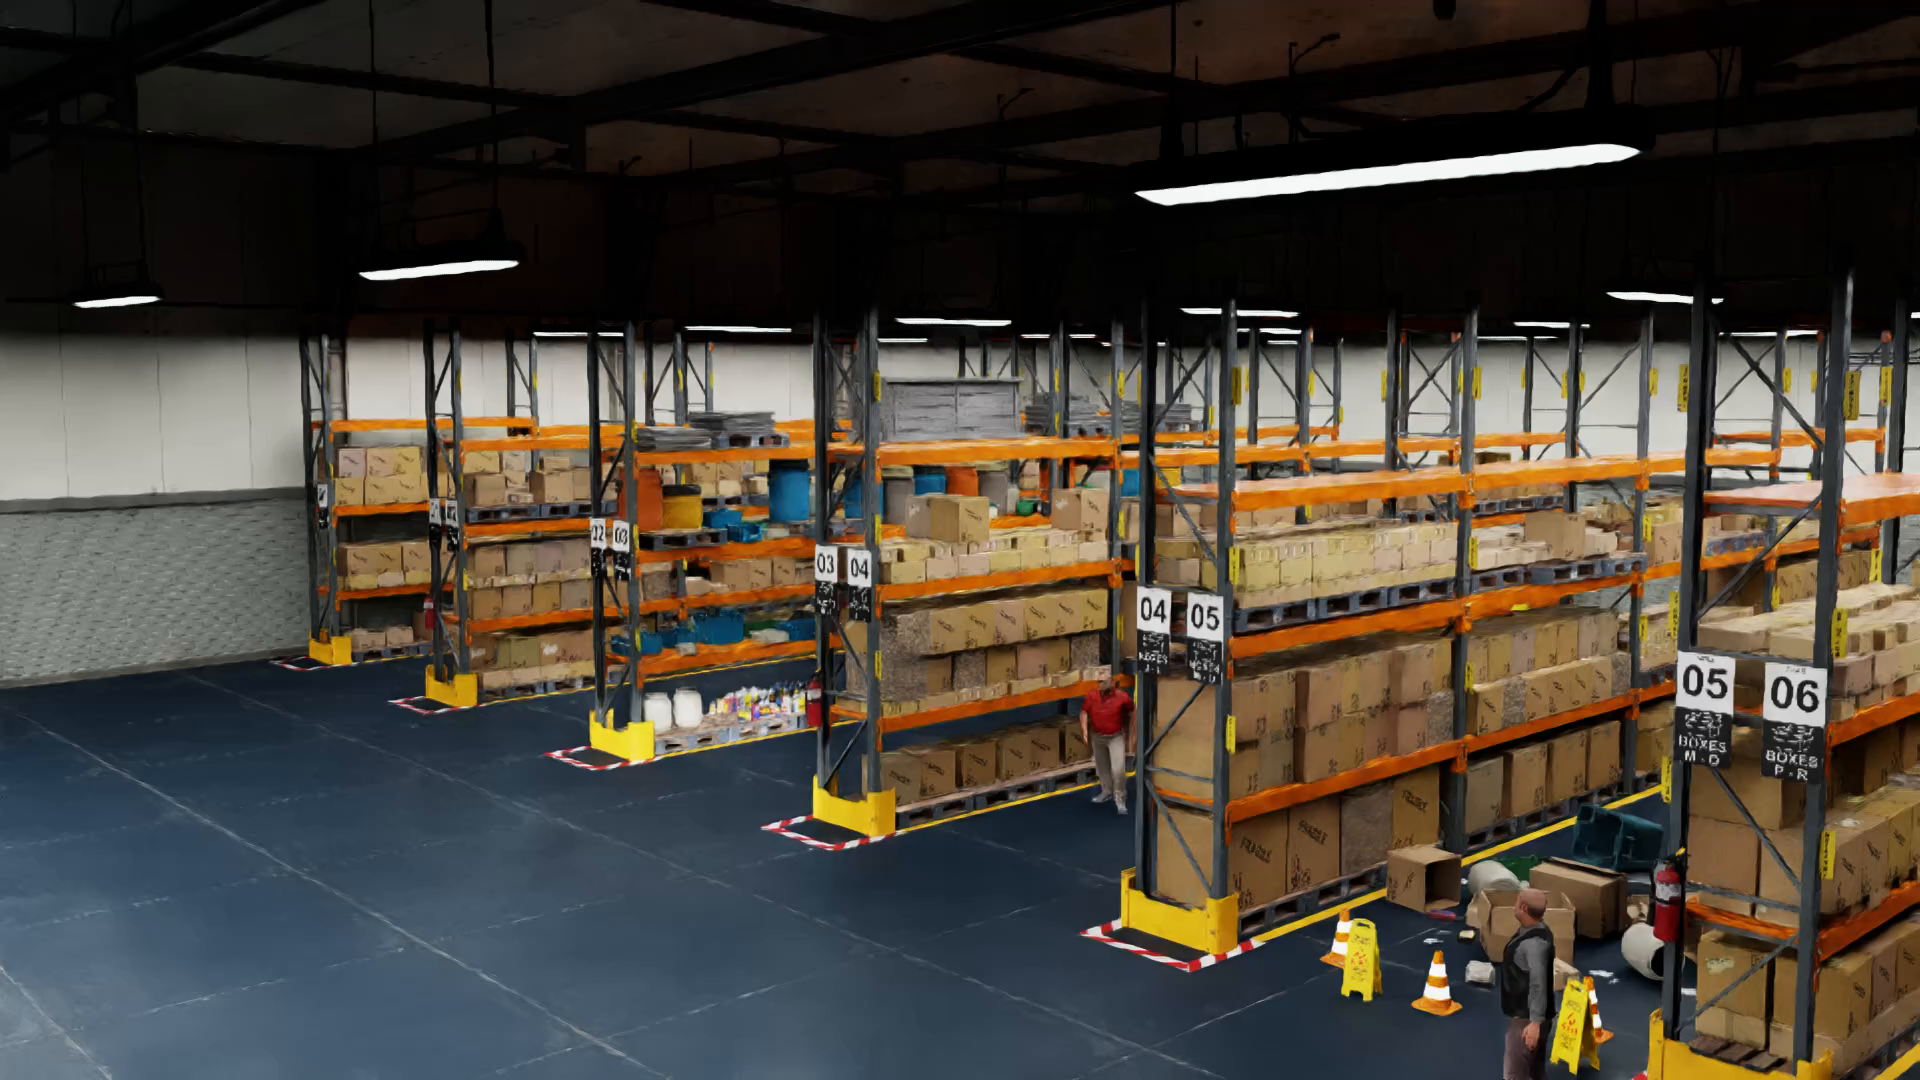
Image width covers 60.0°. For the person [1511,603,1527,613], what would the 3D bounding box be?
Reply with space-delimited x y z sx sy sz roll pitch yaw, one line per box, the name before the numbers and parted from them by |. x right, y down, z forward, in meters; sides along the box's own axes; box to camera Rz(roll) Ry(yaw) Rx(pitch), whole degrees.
person | 8.548 1.751 25.397 1.121 1.691 0.577 -5 8 -40

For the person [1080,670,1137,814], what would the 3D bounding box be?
person | 1.777 2.348 19.656 0.700 1.663 0.815 3 6 27

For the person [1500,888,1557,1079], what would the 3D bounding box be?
person | 3.814 3.184 11.100 0.402 1.714 0.636 2 6 19
